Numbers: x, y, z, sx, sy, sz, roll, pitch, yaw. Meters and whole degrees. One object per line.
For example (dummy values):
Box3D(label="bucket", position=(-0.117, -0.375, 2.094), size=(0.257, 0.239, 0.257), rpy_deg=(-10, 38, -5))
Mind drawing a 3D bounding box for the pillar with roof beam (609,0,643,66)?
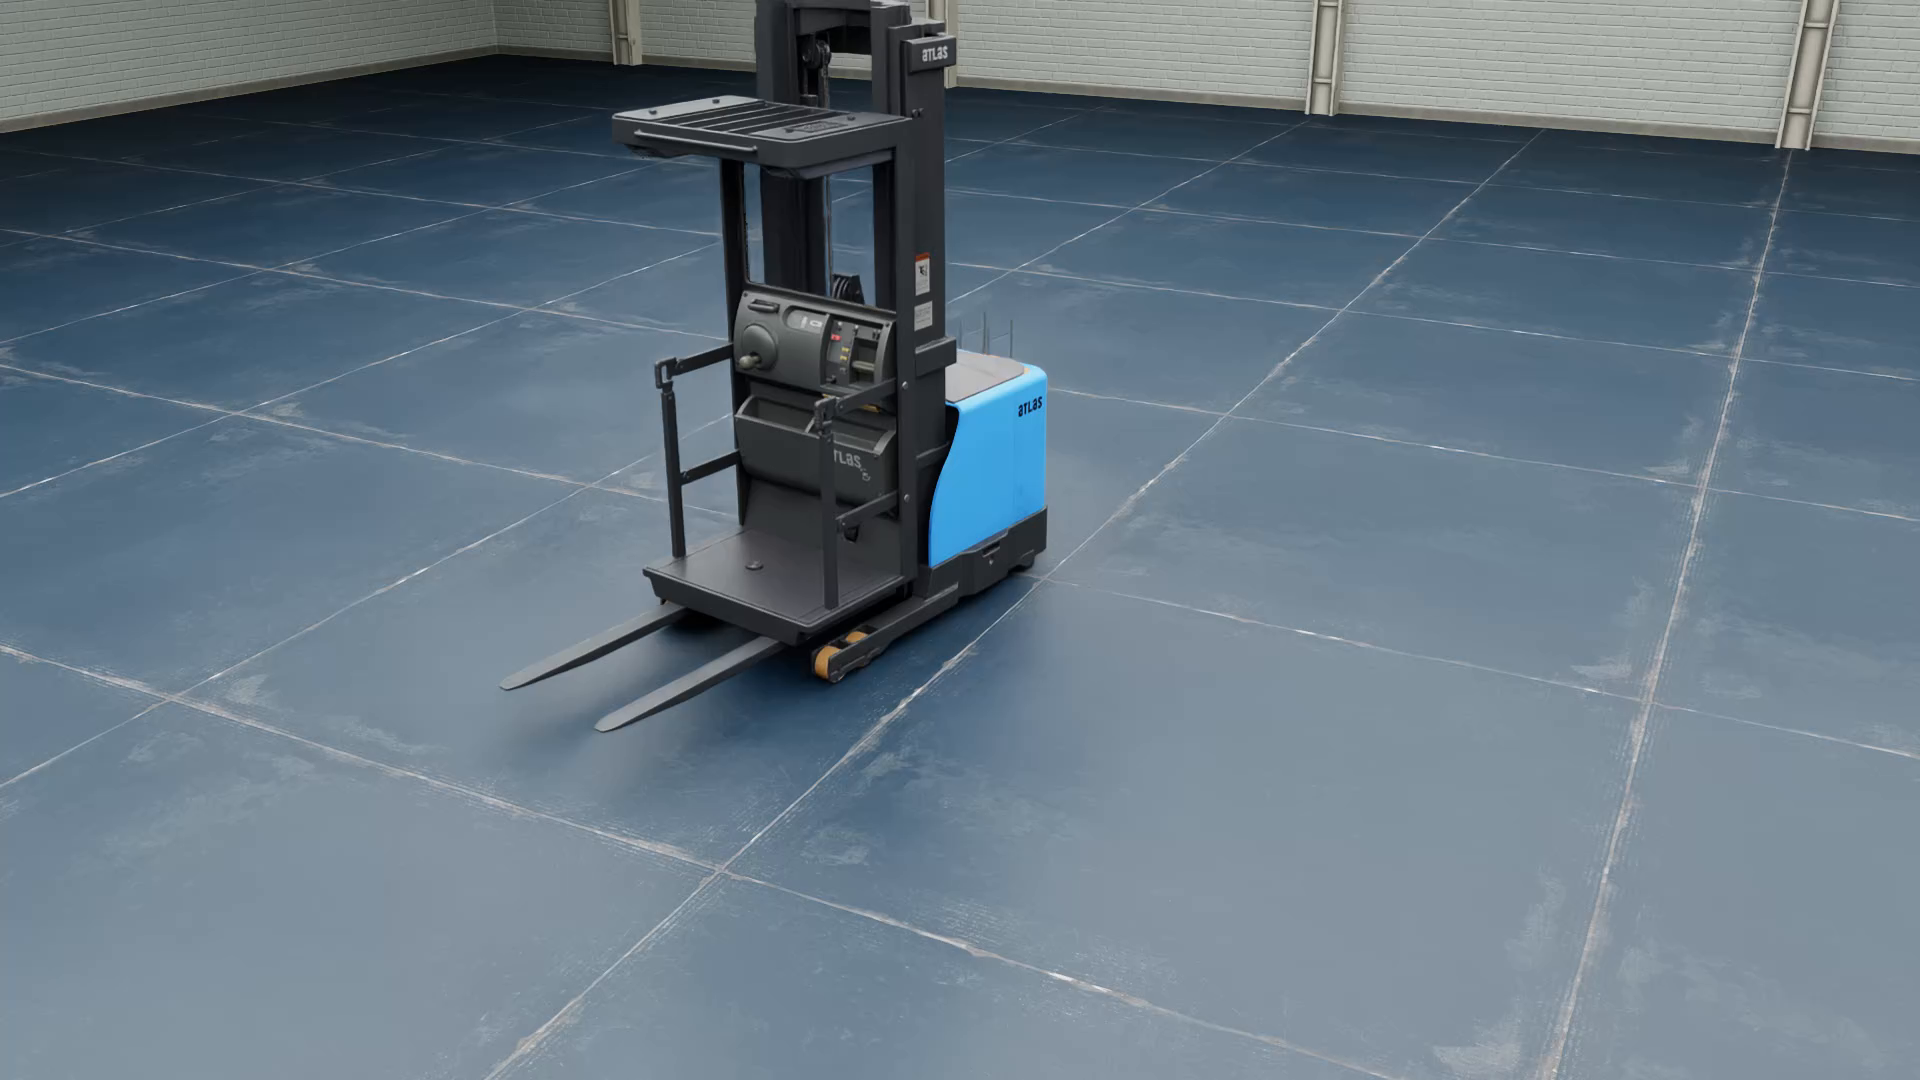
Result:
Box3D(label="pillar with roof beam", position=(-7.582, -10.735, 22.993), size=(0.400, 9.000, 9.100), rpy_deg=(11, 25, 25))

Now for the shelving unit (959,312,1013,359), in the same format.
Box3D(label="shelving unit", position=(0.141, -0.642, 9.225), size=(0.189, 1.200, 0.258), rpy_deg=(16, 28, 34))

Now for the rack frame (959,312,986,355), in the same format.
Box3D(label="rack frame", position=(0.068, -0.664, 9.276), size=(0.006, 1.200, 0.240), rpy_deg=(16, 28, 34))

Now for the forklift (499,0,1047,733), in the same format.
Box3D(label="forklift", position=(-0.821, -0.906, 7.636), size=(1.130, 2.935, 3.031), rpy_deg=(16, 28, 34))

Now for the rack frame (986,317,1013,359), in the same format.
Box3D(label="rack frame", position=(0.214, -0.620, 9.174), size=(0.006, 1.200, 0.240), rpy_deg=(16, 28, 34))

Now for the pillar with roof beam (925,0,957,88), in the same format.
Box3D(label="pillar with roof beam", position=(-2.228, -9.675, 20.502), size=(0.400, 9.000, 9.100), rpy_deg=(11, 25, 25))

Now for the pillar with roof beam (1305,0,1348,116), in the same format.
Box3D(label="pillar with roof beam", position=(3.127, -8.616, 18.010), size=(0.400, 9.000, 9.100), rpy_deg=(11, 25, 25))

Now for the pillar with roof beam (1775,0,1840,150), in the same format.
Box3D(label="pillar with roof beam", position=(8.481, -7.556, 15.519), size=(0.400, 9.000, 9.100), rpy_deg=(11, 25, 25))

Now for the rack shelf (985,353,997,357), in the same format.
Box3D(label="rack shelf", position=(0.142, -0.933, 9.102), size=(0.180, 0.103, 0.258), rpy_deg=(16, 28, 34))
